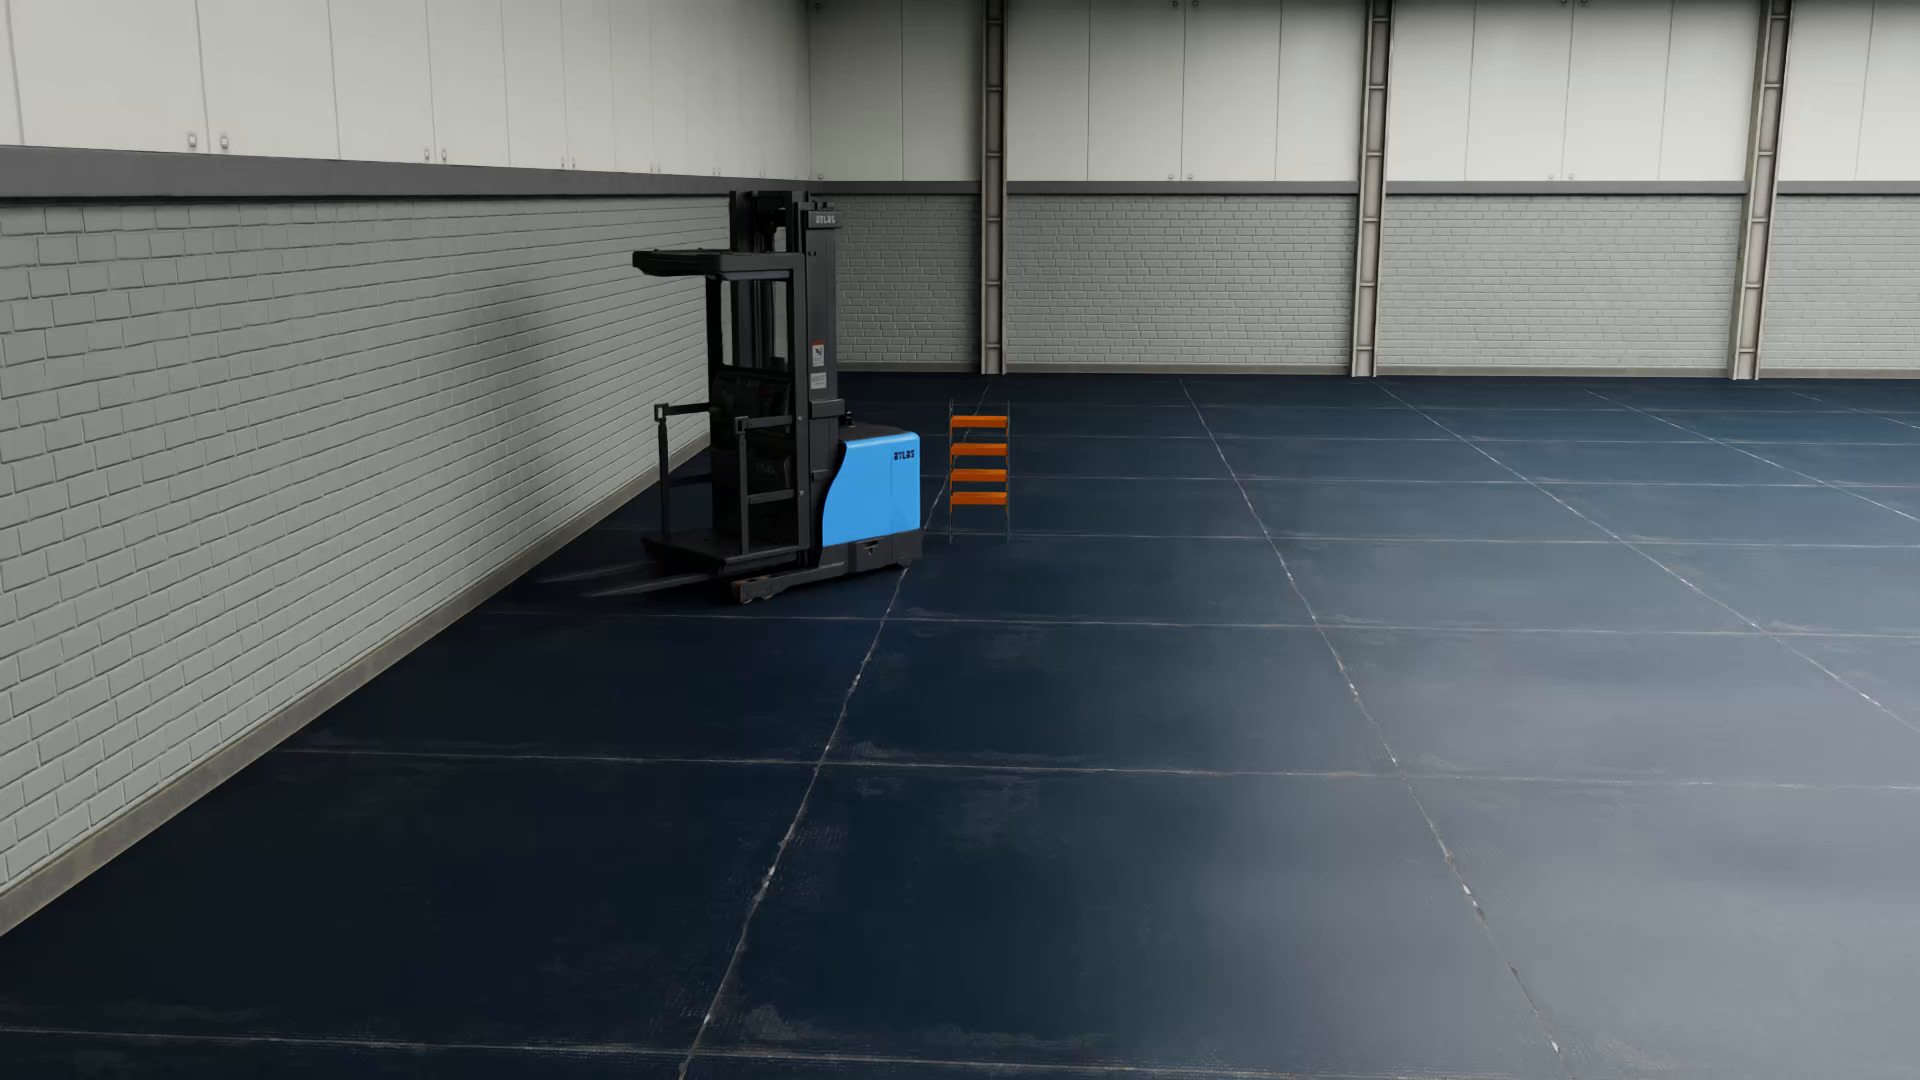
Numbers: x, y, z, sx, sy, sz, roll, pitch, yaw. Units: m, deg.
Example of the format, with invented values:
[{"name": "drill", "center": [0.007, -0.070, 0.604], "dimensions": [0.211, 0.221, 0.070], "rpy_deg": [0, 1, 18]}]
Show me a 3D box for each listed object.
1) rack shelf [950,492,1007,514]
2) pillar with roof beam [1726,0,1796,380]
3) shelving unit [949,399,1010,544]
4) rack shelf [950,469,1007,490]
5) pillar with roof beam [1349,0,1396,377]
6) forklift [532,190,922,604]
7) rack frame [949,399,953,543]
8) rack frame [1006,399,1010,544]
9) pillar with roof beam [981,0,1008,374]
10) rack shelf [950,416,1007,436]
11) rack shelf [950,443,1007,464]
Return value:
[{"name": "rack shelf", "center": [0.165, -0.325, 14.189], "dimensions": [0.480, 0.148, 0.258], "rpy_deg": [1, 12, 4]}, {"name": "pillar with roof beam", "center": [12.239, -6.113, 21.516], "dimensions": [0.400, 9.000, 9.100], "rpy_deg": [1, 12, 4]}, {"name": "shelving unit", "center": [0.165, -0.585, 14.134], "dimensions": [0.503, 1.200, 0.258], "rpy_deg": [1, 12, 4]}, {"name": "rack shelf", "center": [0.165, -0.519, 14.148], "dimensions": [0.480, 0.148, 0.258], "rpy_deg": [1, 12, 4]}, {"name": "pillar with roof beam", "center": [6.252, -6.196, 21.908], "dimensions": [0.400, 9.000, 9.100], "rpy_deg": [1, 12, 4]}, {"name": "forklift", "center": [-1.714, -1.091, 12.327], "dimensions": [3.031, 2.935, 1.130], "rpy_deg": [-11, 16, -43]}, {"name": "rack frame", "center": [-0.078, -0.588, 14.150], "dimensions": [0.015, 1.200, 0.240], "rpy_deg": [1, 12, 4]}, {"name": "rack frame", "center": [0.409, -0.582, 14.118], "dimensions": [0.015, 1.200, 0.240], "rpy_deg": [1, 12, 4]}, {"name": "pillar with roof beam", "center": [0.266, -6.278, 22.301], "dimensions": [0.400, 9.000, 9.100], "rpy_deg": [1, 12, 4]}, {"name": "rack shelf", "center": [0.165, -0.970, 14.054], "dimensions": [0.480, 0.148, 0.258], "rpy_deg": [1, 12, 4]}, {"name": "rack shelf", "center": [0.165, -0.738, 14.102], "dimensions": [0.480, 0.148, 0.258], "rpy_deg": [1, 12, 4]}]
